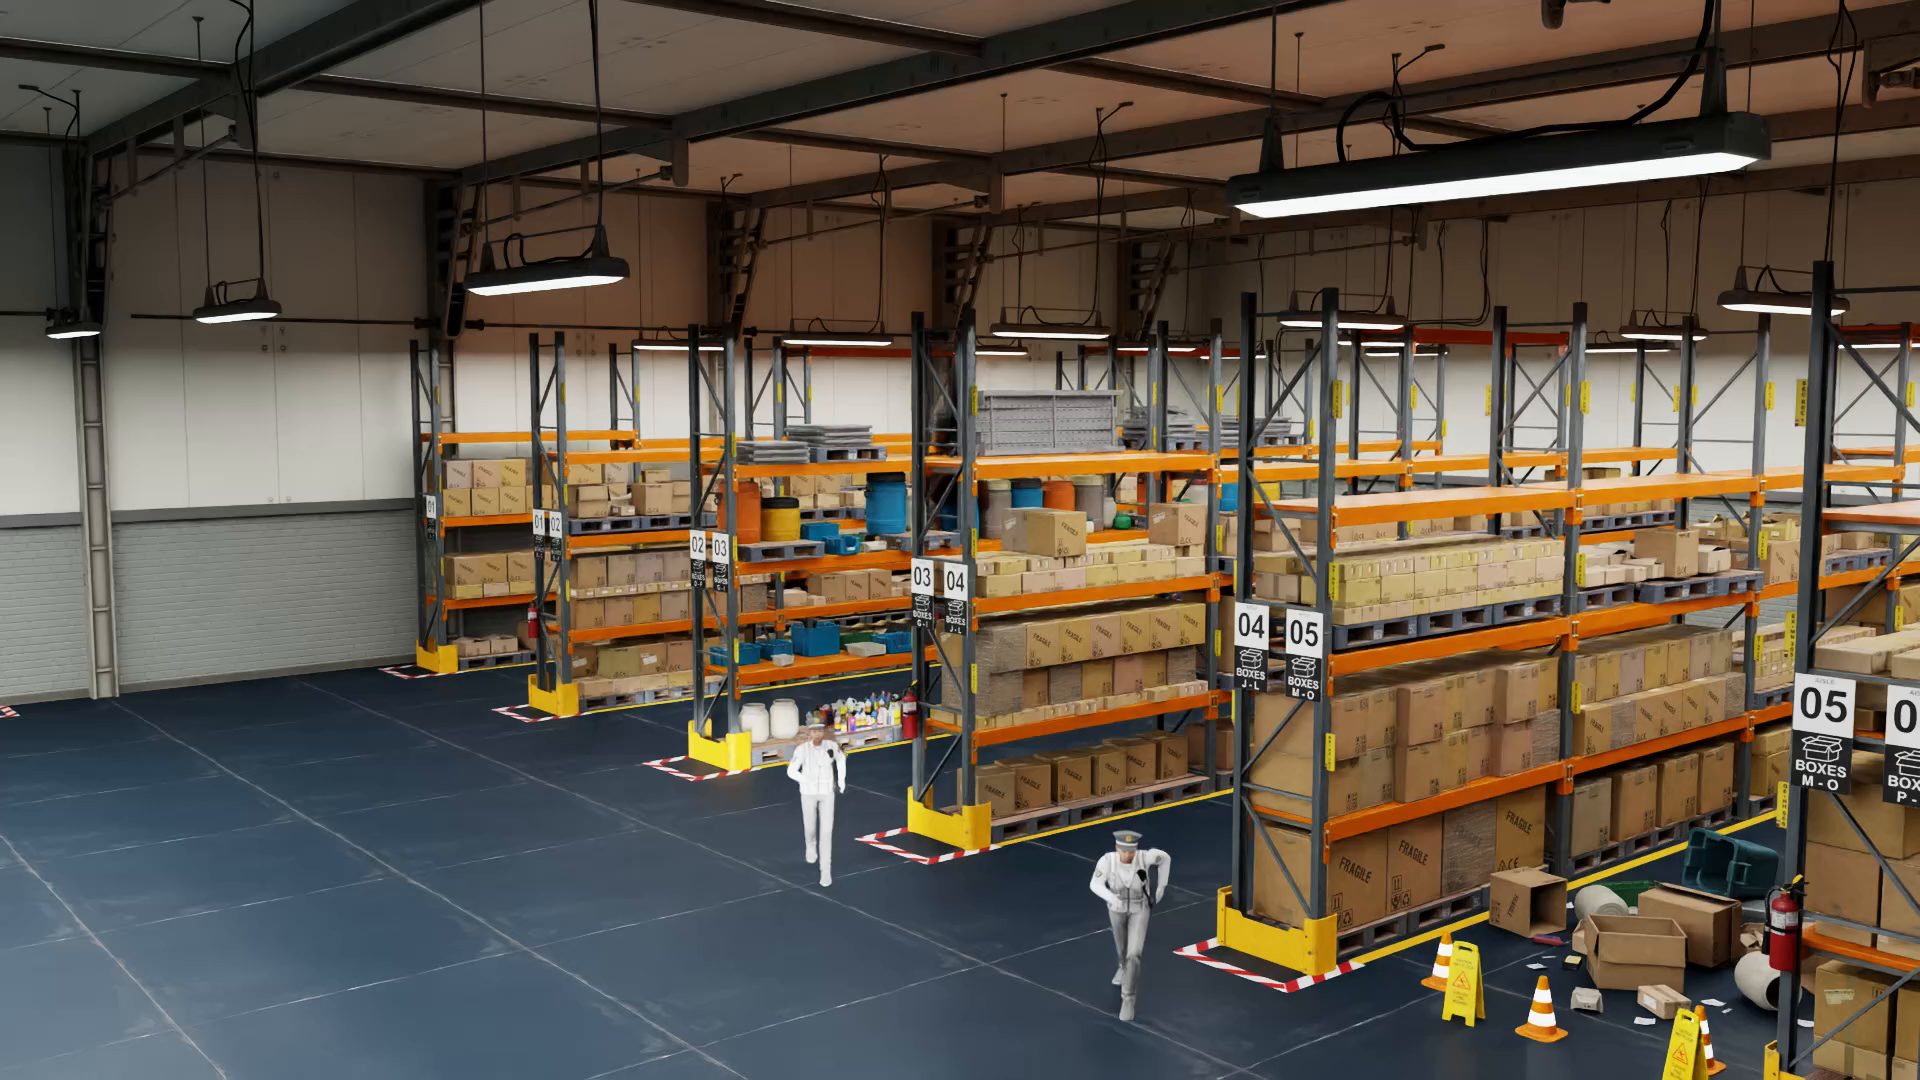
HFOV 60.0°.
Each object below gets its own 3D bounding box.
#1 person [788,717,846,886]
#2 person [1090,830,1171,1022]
[{"bbox_3d":[-1.508,2.684,17.490,0.601,1.692,0.937,-1,5,-9],"label":"person"},{"bbox_3d":[1.421,3.128,13.871,0.656,1.618,0.952,1,5,7],"label":"person"}]
